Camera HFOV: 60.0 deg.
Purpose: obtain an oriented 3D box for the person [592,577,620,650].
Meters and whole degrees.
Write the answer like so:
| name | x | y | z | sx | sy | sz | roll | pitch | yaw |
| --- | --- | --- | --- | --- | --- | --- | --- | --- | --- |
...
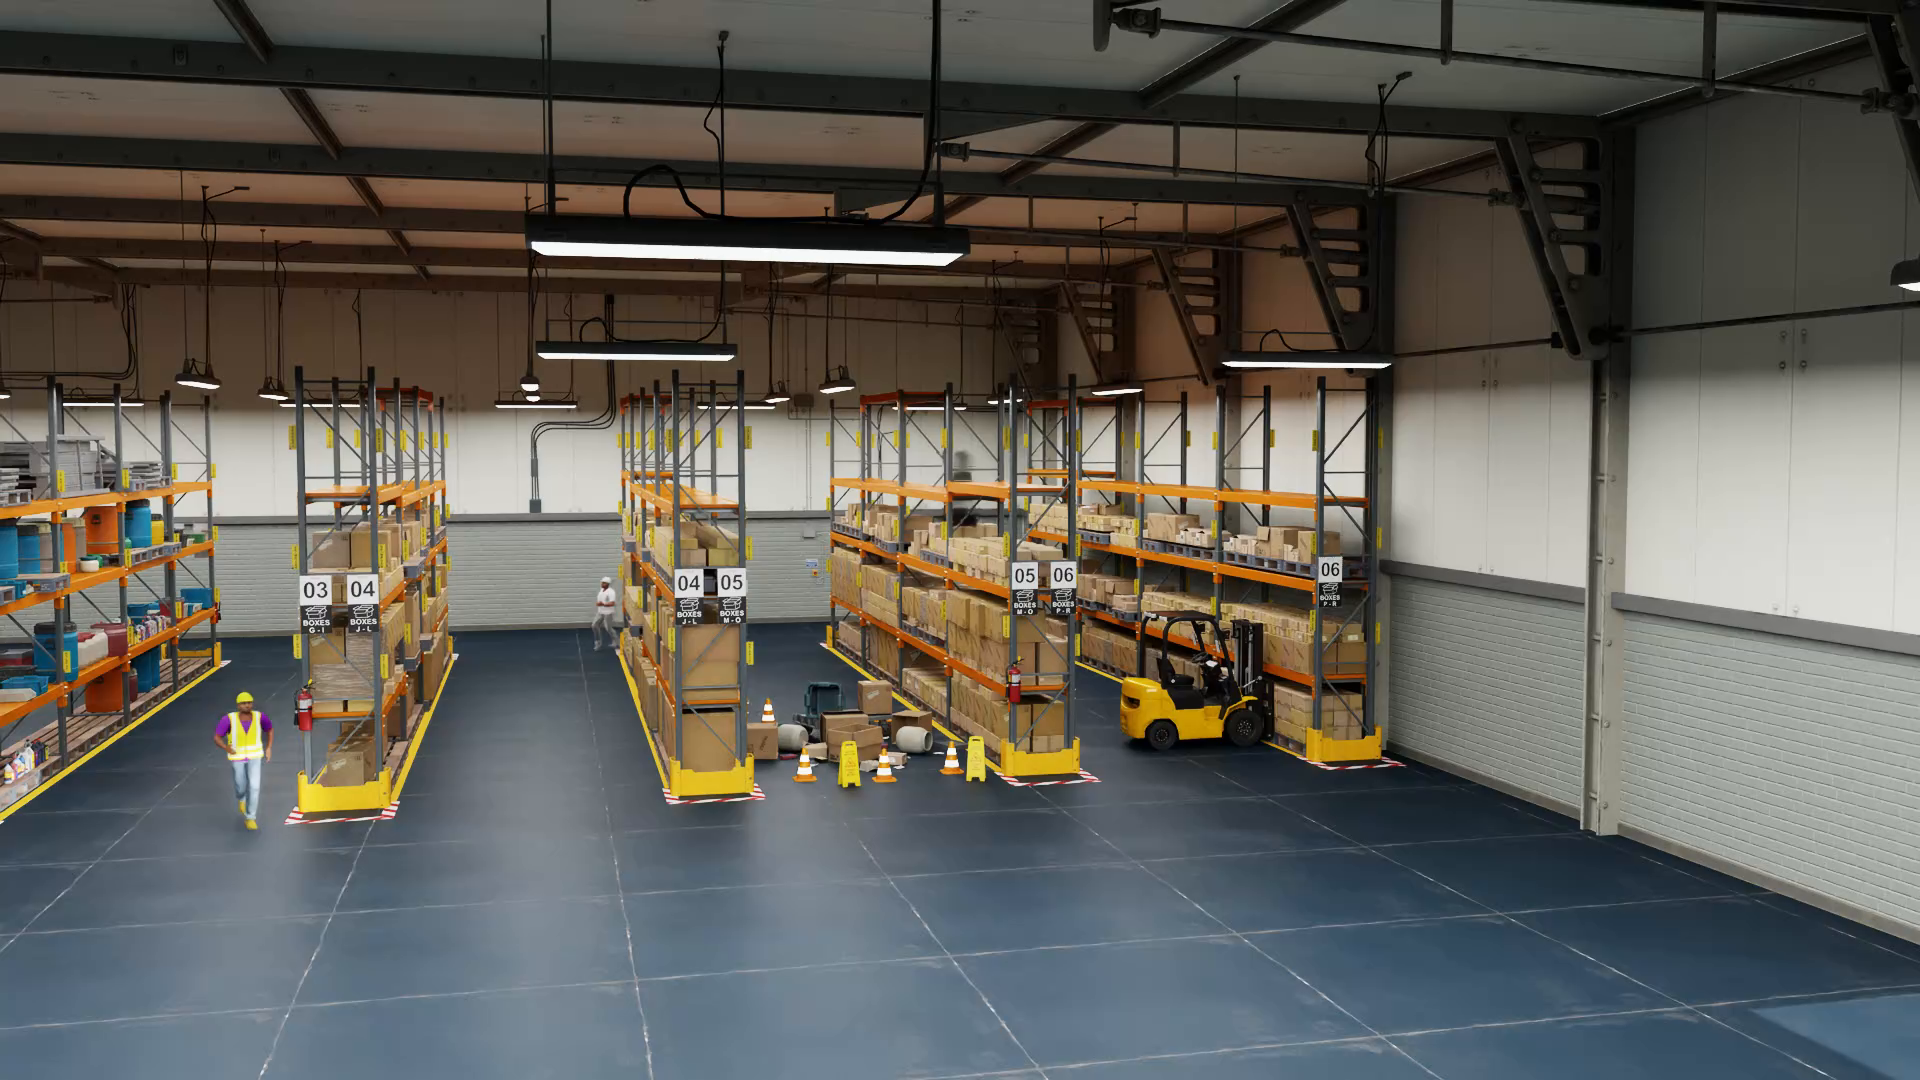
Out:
| name | x | y | z | sx | sy | sz | roll | pitch | yaw |
| --- | --- | --- | --- | --- | --- | --- | --- | --- | --- |
| person | -8.443 | 1.775 | 39.819 | 0.687 | 1.816 | 0.734 | 3 | 5 | 43 |

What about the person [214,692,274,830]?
| name | x | y | z | sx | sy | sz | roll | pitch | yaw |
| --- | --- | --- | --- | --- | --- | --- | --- | --- | --- |
| person | -9.318 | 2.855 | 21.679 | 0.738 | 1.762 | 0.777 | -2 | 4 | -28 |
